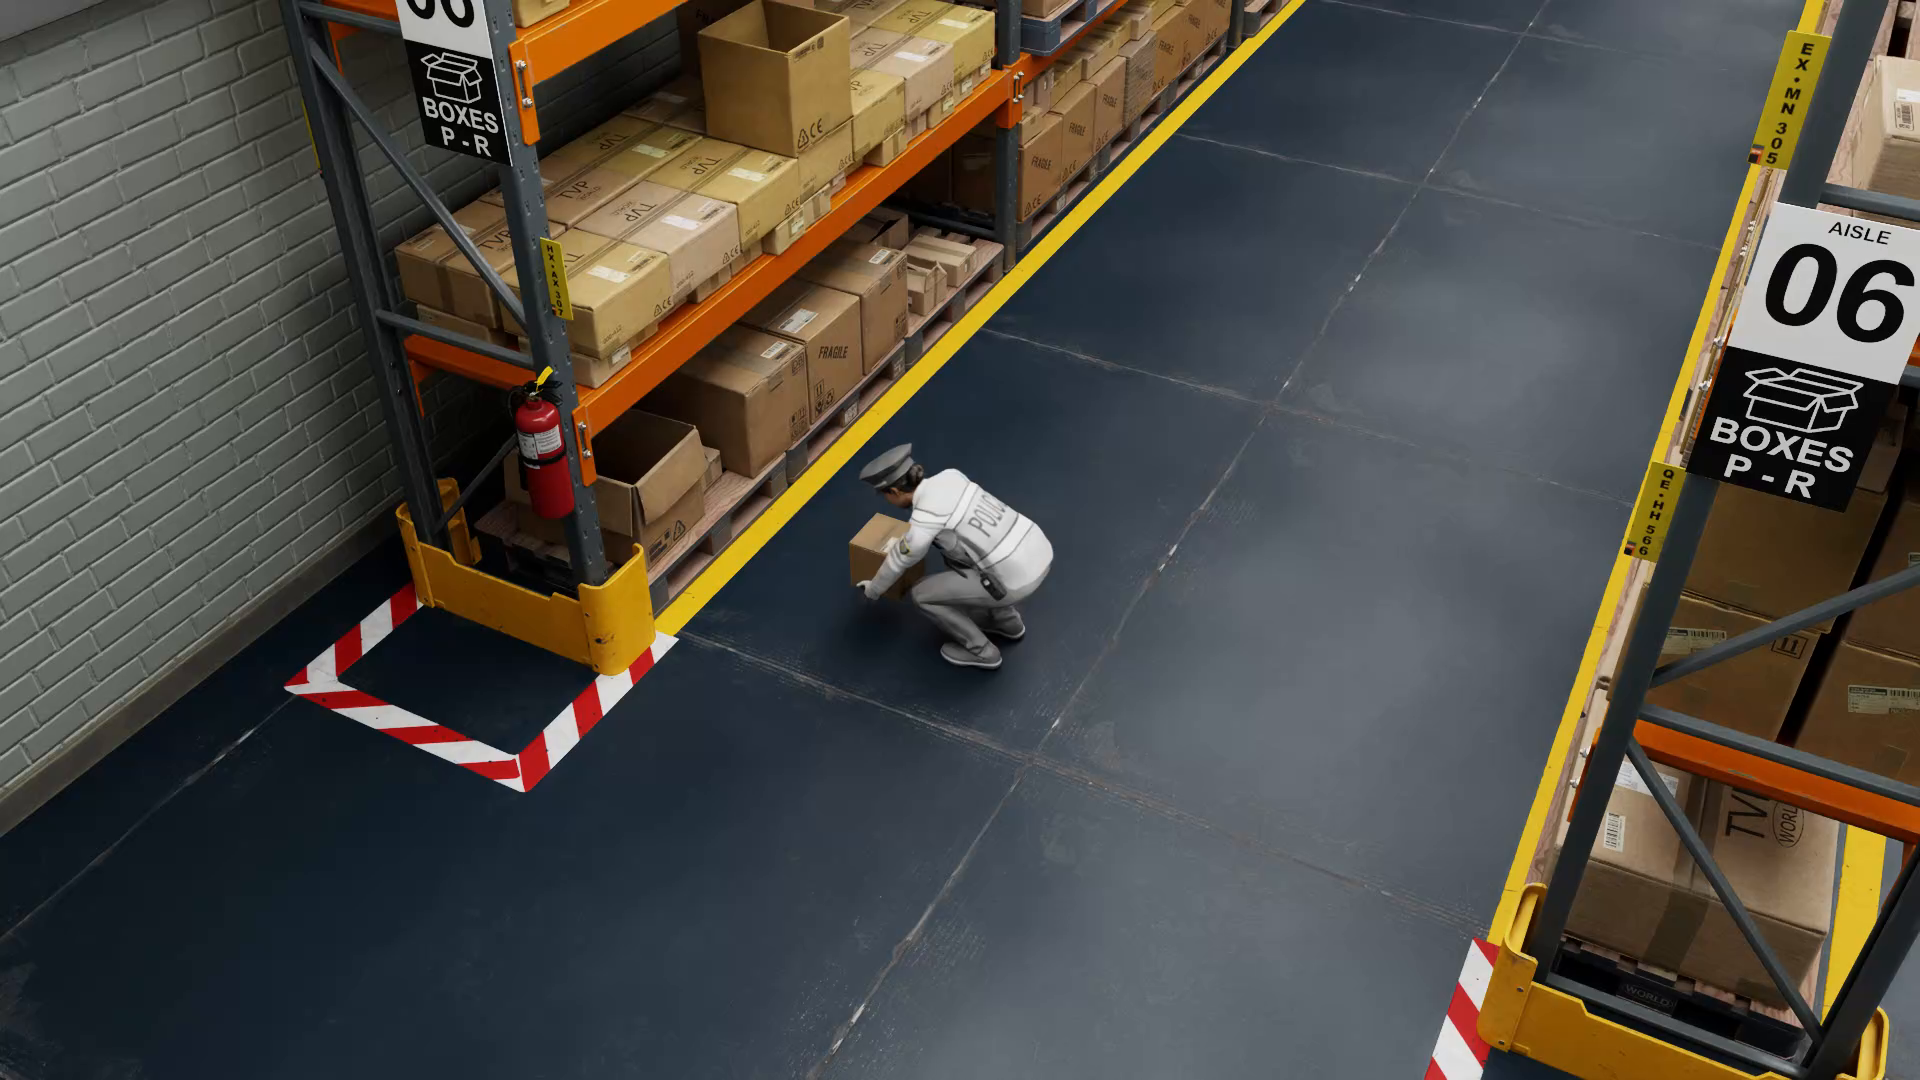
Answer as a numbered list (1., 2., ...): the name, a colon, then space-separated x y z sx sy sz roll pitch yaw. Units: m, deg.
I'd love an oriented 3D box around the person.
1. person: -0.027 0.053 7.245 0.857 0.979 0.462 17 41 20
